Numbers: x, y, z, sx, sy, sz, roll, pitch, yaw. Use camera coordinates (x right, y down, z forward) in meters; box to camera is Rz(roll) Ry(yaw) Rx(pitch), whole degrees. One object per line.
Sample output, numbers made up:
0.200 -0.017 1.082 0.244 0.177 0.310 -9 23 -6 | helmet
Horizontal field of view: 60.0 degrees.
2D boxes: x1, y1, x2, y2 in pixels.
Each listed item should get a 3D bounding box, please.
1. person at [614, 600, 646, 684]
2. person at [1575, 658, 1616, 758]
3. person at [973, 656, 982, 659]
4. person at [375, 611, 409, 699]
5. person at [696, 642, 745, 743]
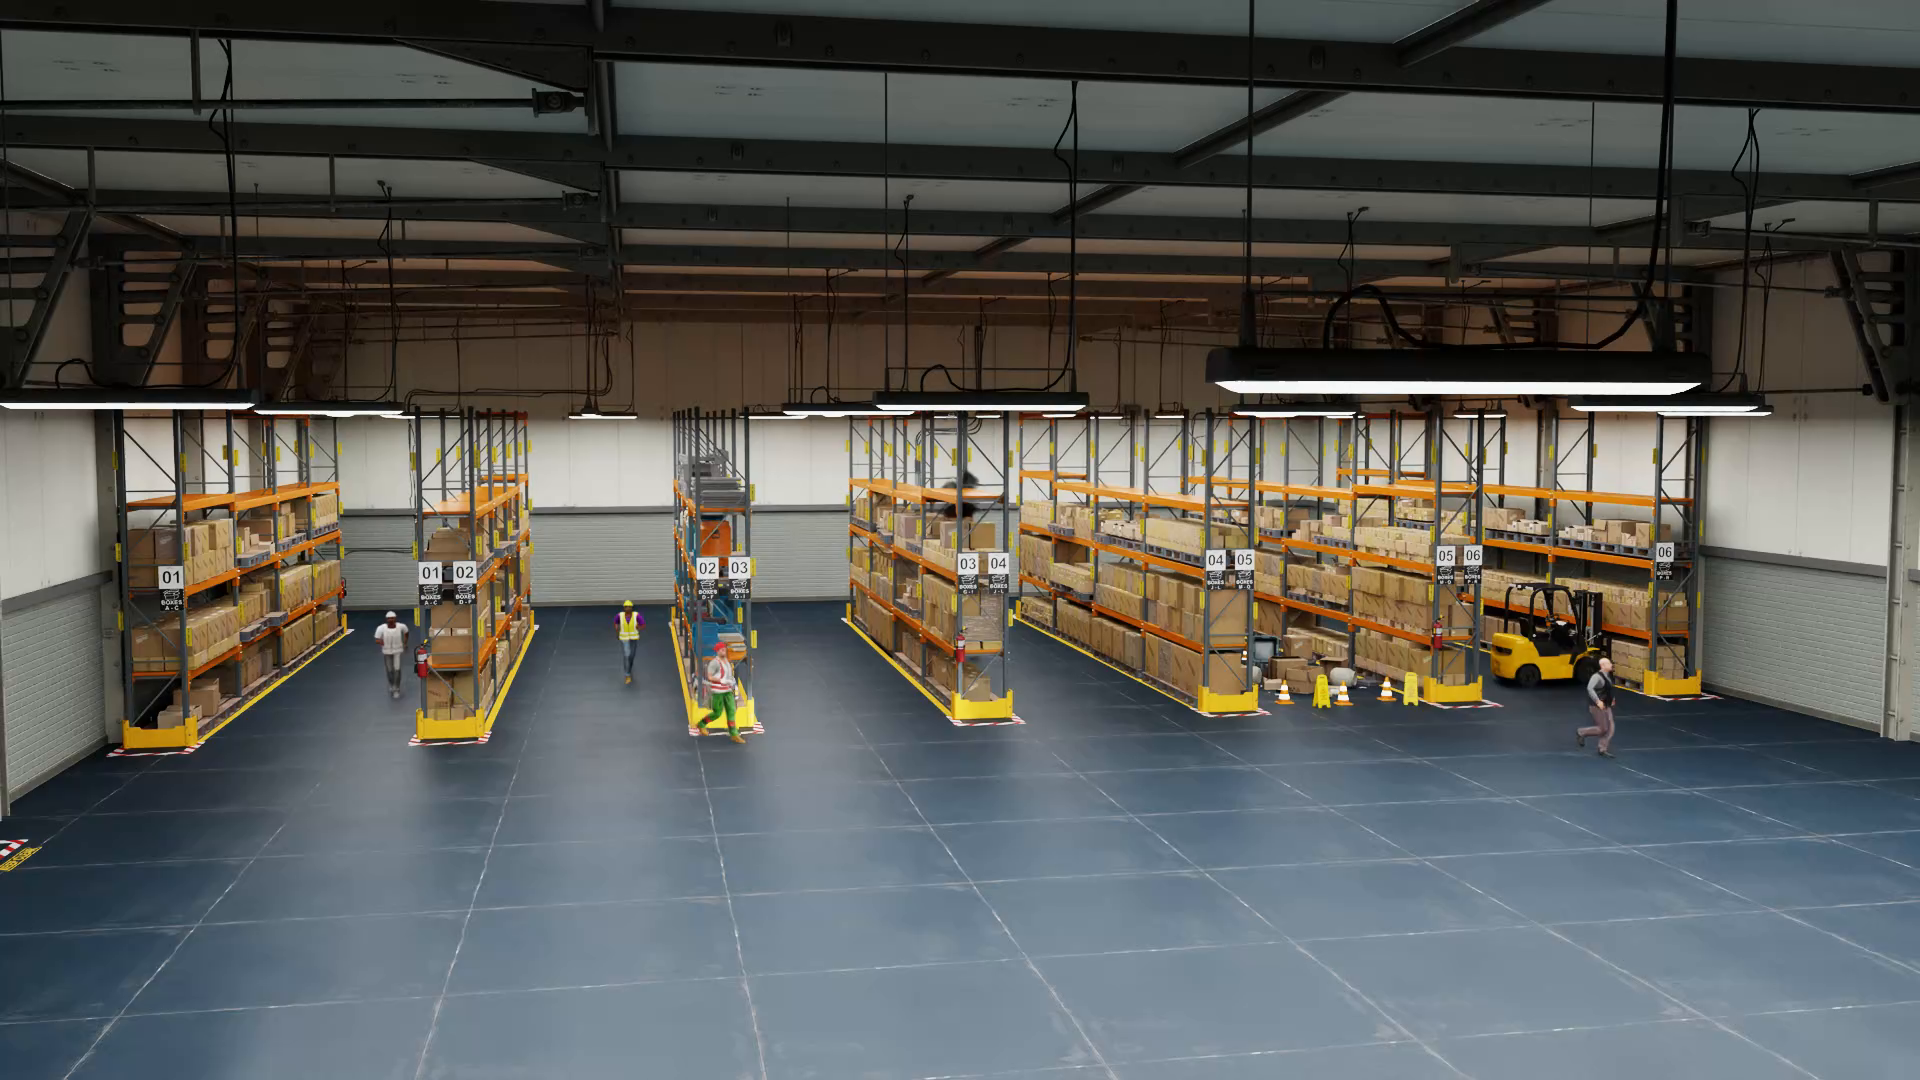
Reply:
-7.284 2.228 36.748 0.672 1.809 0.872 -1 4 -17 | person
10.956 2.863 28.560 0.680 1.693 0.681 4 5 41 | person
0.510 2.064 40.031 0.596 1.611 0.675 -1 4 -11 | person
-11.851 2.366 34.680 0.640 1.796 0.890 -1 4 -11 | person
-4.263 2.711 29.633 0.981 1.789 0.662 2 5 27 | person
